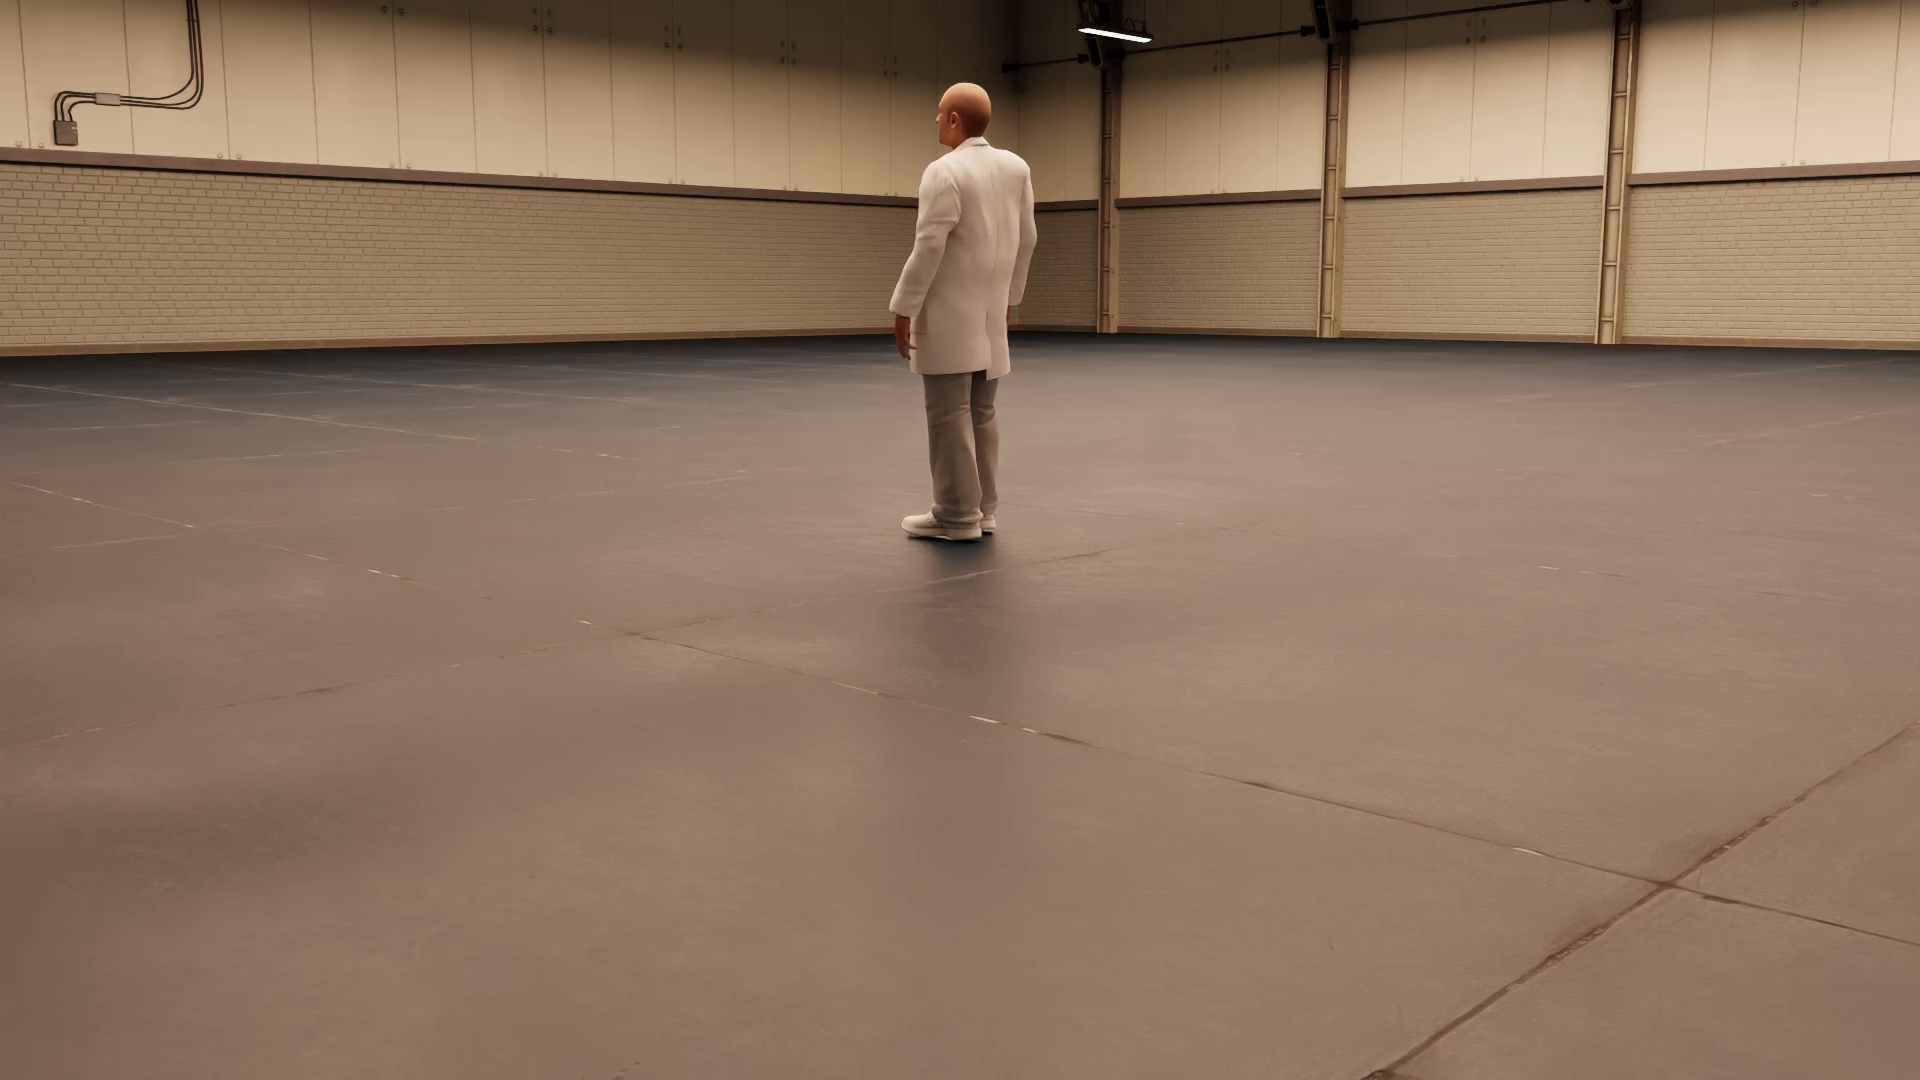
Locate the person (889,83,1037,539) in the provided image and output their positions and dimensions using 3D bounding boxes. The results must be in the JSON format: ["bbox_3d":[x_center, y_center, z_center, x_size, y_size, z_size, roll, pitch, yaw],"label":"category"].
[{"bbox_3d":[-0.061,-0.896,6.649,0.581,1.775,0.696,8,12,43],"label":"person"}]
